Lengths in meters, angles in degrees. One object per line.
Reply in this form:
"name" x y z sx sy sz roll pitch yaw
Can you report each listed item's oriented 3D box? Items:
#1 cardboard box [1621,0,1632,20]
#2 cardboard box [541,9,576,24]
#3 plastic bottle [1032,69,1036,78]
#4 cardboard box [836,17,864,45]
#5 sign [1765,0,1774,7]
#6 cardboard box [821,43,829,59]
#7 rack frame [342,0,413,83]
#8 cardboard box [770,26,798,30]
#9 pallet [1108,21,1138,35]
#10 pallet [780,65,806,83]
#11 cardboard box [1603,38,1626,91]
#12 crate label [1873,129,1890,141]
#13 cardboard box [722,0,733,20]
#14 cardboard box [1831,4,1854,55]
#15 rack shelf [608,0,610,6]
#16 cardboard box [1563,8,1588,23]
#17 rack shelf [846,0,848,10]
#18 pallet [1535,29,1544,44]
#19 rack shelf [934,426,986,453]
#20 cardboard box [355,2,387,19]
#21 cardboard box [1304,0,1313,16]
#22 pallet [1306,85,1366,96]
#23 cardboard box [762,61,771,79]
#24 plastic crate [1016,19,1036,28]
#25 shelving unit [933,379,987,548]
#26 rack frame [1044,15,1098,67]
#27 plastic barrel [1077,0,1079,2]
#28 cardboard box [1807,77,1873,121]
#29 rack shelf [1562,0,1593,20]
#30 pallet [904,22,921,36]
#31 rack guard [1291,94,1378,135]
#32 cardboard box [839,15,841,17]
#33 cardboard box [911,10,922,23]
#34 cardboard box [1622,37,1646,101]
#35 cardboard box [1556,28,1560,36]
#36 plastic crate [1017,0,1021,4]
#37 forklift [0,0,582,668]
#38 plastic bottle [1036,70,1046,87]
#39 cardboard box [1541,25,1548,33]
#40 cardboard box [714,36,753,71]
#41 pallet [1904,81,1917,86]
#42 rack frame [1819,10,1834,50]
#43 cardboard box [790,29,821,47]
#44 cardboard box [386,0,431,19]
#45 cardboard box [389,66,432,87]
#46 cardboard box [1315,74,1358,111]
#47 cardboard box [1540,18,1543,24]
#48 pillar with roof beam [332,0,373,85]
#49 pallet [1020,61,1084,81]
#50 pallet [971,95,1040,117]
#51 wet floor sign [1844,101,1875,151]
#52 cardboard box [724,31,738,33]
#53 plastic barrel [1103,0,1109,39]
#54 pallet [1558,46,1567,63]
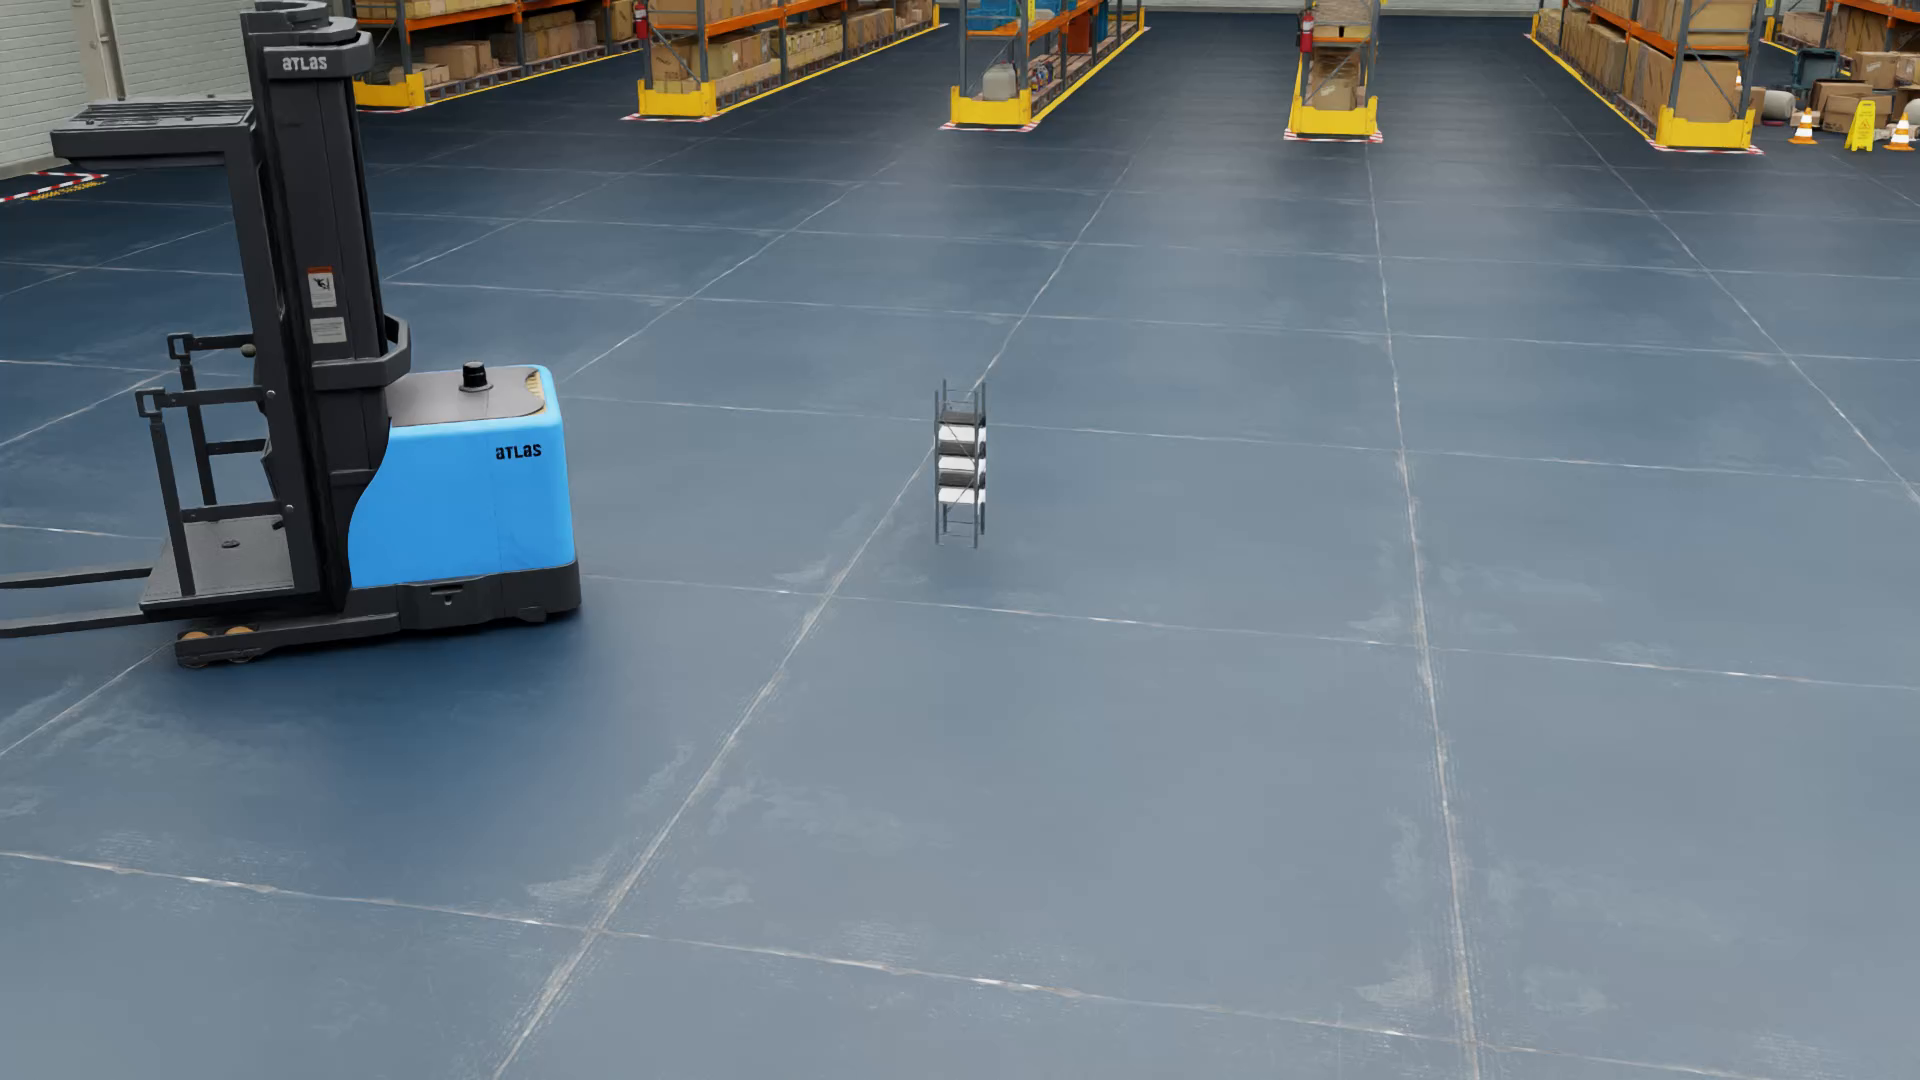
"cardboard box" 10.838 -8.540 26.409 0.500 0.500 0.500 4 22 11
"cardboard box" -7.846 -10.214 32.454 0.500 0.250 0.500 5 22 12
"plastic bottle" 1.214 -7.522 27.062 0.061 0.283 0.133 4 22 11
"cardboard box" -2.249 -10.298 33.665 0.500 0.500 0.500 4 22 9
"sign" 10.719 -7.213 21.984 0.100 0.325 0.005 4 22 11
"cardboard box" -2.798 -9.253 31.431 0.500 0.250 0.500 5 22 12
"rack frame" -9.205 -8.367 26.114 1.000 3.000 0.127 4 22 11
"cardboard box" -3.322 -9.548 31.413 0.500 0.311 0.500 4 22 9
"pallet" 3.552 -11.871 38.547 1.003 0.211 1.213 4 22 11
"pallet" -3.427 -8.433 30.009 1.003 0.211 1.213 4 22 11
"cardboard box" 11.032 -7.667 26.825 1.050 0.750 0.750 4 22 11
"crate label" 12.812 -5.659 23.222 0.250 0.136 0.298 -7 23 -17
"cardboard box" -4.038 -8.581 26.510 0.700 0.500 0.500 5 22 11
"cardboard box" 17.444 -9.844 32.063 0.875 0.875 0.875 5 23 13
"rack shelf" -7.165 -11.691 35.329 1.077 0.370 4.000 4 22 11
"cardboard box" 12.216 -10.341 32.795 0.500 0.250 0.500 3 22 9
"rack shelf" -2.314 -11.314 34.395 1.077 0.370 4.000 4 22 11
"pallet" 13.226 -11.055 36.521 1.003 0.211 1.213 4 22 11
"rack shelf" 0.002 -0.556 9.138 0.258 0.077 0.200 4 22 11
"cardboard box" -9.300 -8.493 26.599 0.500 0.250 0.500 5 22 12
"cardboard box" 5.466 -7.810 24.198 0.875 0.500 0.500 4 22 11
"pallet" 6.056 -7.155 26.838 1.003 0.211 1.213 4 22 11
"cardboard box" -3.531 -8.005 28.333 0.500 0.250 0.500 4 22 11
"plastic crate" 0.991 -7.792 25.040 0.298 0.136 0.250 4 22 11
"shelving unit" 0.002 -0.420 9.193 0.258 0.900 0.210 4 22 11
"rack frame" 2.126 -10.538 31.503 1.000 3.000 0.127 4 22 11
"plastic barrel" 1.958 -9.898 29.732 0.433 0.535 0.433 0 22 0
"cardboard box" 13.106 -6.562 24.791 0.797 0.637 0.503 4 22 11
"rack shelf" 12.218 -10.143 31.486 1.077 0.370 4.000 4 22 11
"pallet" -1.518 -11.785 38.332 1.003 0.211 1.213 4 22 11
"rack guard" 5.358 -6.103 23.837 1.175 0.500 0.348 4 22 11
"cardboard box" -2.656 -10.510 34.193 0.500 0.500 0.500 4 22 9
"cardboard box" -1.183 -12.208 38.743 0.500 0.250 0.500 4 22 11
"cardboard box" 10.797 -7.267 25.663 0.875 0.875 0.875 5 22 12
"cardboard box" 12.379 -10.358 33.912 0.380 0.149 0.250 5 22 12
"plastic crate" 1.078 -8.864 27.431 0.767 0.338 0.504 4 22 11
"forklift" -3.482 -0.976 7.853 3.031 2.935 1.130 -6 23 -15
"plastic bottle" 1.318 -7.511 27.044 0.152 0.276 0.135 5 22 12
"cardboard box" 12.845 -11.098 36.147 0.380 0.149 0.250 5 22 12
"cardboard box" -3.719 -7.986 27.281 0.500 0.500 0.500 4 22 11
"pallet" 16.264 -7.381 27.397 1.003 0.211 1.213 4 22 11
"rack frame" 17.492 -10.868 32.322 1.000 3.000 0.127 4 22 11
"cardboard box" -2.898 -9.328 30.867 0.500 0.311 0.500 5 22 12
"cardboard box" -8.795 -8.461 26.521 0.500 0.250 0.500 4 22 9
"cardboard box" -8.976 -7.570 27.145 0.500 0.311 0.500 2 22 5
"cardboard box" 5.486 -6.497 24.254 0.500 0.500 0.500 9 24 21
"cardboard box" 12.973 -11.413 36.533 0.380 0.149 0.250 4 22 11
"pillar with roof beam" -5.695 -11.144 24.978 9.100 9.000 0.400 4 22 11
"pallet" 1.679 -8.519 30.224 1.003 0.211 1.213 4 22 11
"pallet" 0.634 -6.647 25.574 1.003 0.211 1.213 4 22 11
"wet floor sign" 12.110 -5.566 22.309 0.267 0.644 0.232 1 22 2
"cardboard box" -4.034 -8.392 28.290 0.500 0.500 0.500 4 22 11
"plastic barrel" 2.814 -11.024 34.958 0.600 0.901 0.708 4 22 11
"pallet" 12.468 -9.630 32.981 1.003 0.211 1.213 4 22 11
